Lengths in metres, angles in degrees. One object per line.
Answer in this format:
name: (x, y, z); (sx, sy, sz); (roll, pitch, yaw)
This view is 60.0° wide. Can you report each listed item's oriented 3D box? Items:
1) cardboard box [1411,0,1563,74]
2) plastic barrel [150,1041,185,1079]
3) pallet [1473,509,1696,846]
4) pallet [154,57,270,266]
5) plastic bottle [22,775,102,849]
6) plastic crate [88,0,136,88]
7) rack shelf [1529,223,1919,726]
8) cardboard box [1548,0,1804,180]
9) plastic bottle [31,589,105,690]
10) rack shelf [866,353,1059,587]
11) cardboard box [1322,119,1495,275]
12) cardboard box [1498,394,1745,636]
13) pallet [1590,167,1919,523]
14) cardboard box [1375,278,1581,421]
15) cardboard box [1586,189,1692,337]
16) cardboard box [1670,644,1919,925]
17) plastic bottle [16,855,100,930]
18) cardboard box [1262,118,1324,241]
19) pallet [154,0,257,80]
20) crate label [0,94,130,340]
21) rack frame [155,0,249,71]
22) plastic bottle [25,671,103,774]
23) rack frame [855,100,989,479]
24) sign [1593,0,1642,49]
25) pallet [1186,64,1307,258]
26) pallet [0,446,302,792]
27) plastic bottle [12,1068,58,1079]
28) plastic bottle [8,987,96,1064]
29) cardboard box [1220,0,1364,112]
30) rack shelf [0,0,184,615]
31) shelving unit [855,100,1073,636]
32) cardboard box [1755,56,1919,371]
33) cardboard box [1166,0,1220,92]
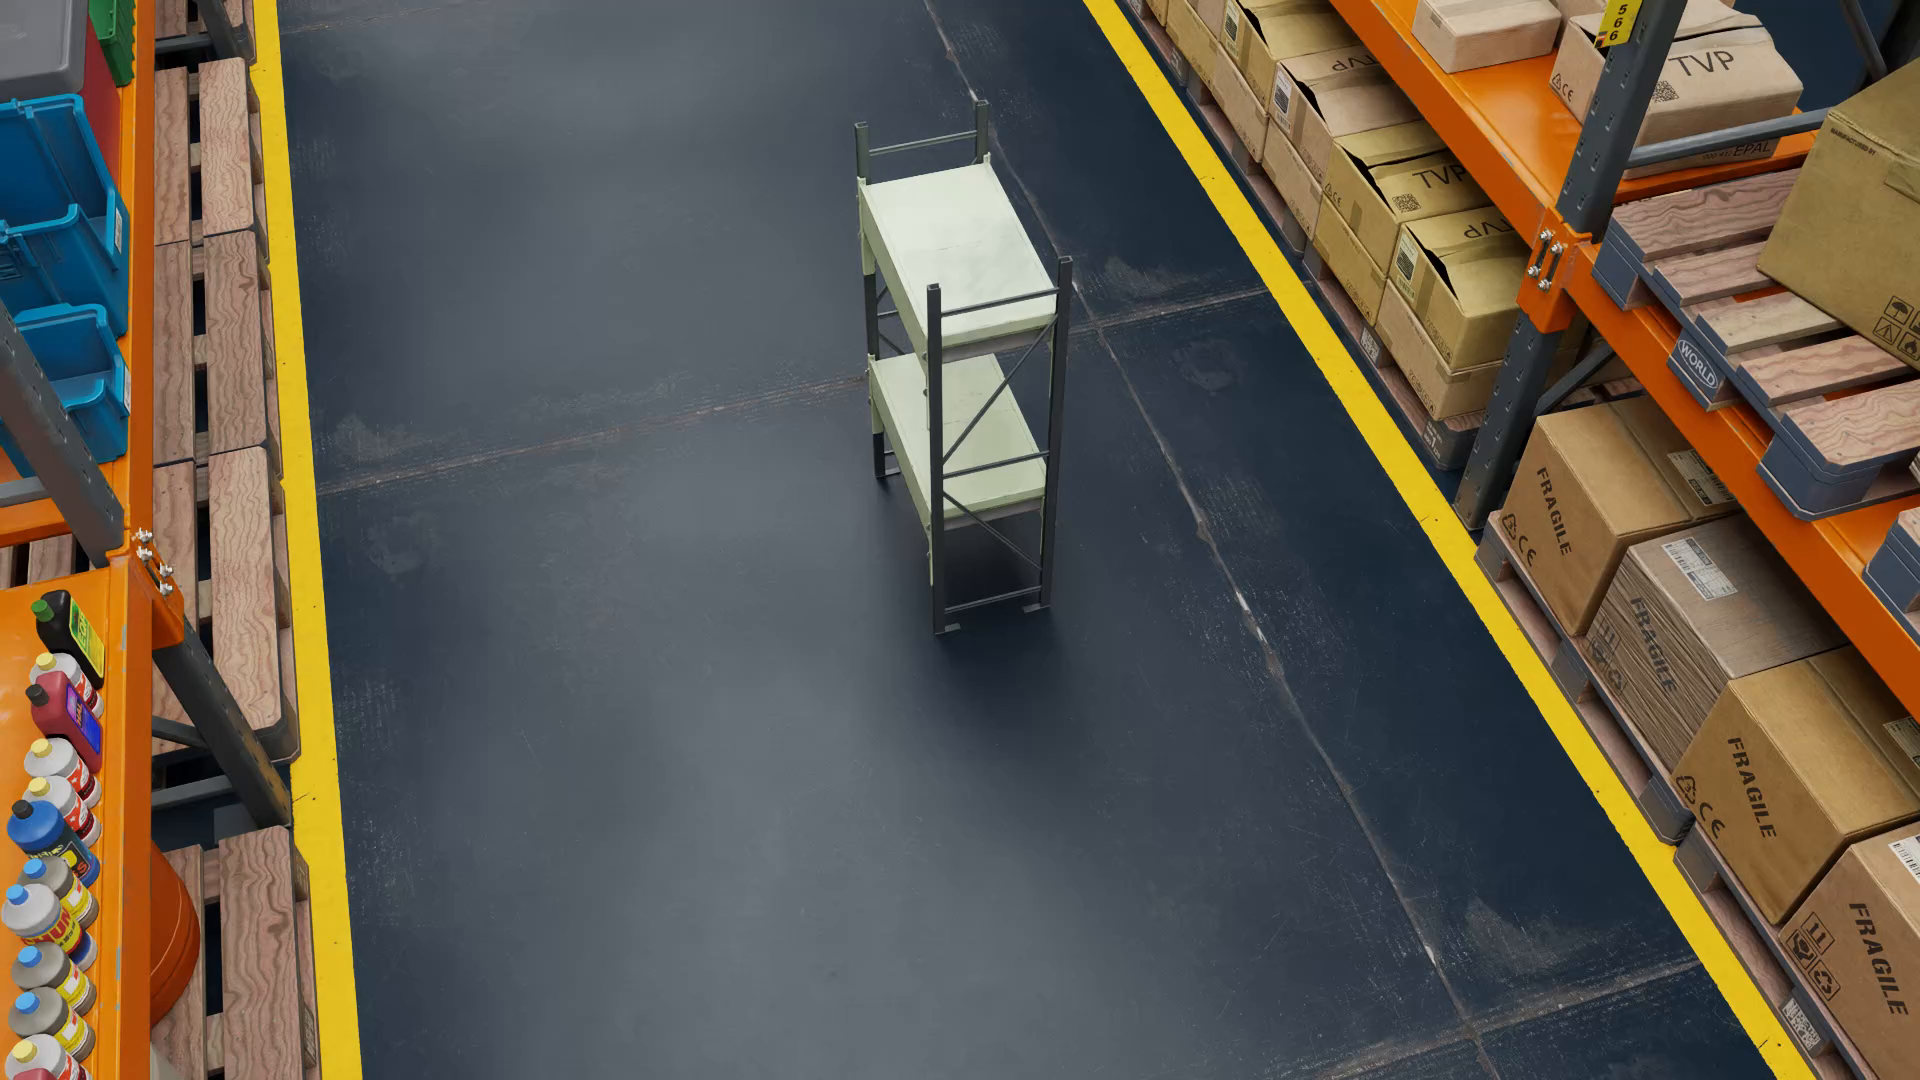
cardboard box: (1.692, -1.662, 5.353); (0.380, 0.149, 0.250); (-13, 51, -11)
plastic barrel: (-2.097, 1.381, 3.976); (0.421, 0.512, 0.421); (0, 50, 0)
pallet: (2.407, 0.304, 5.356); (1.003, 0.211, 1.213); (-13, 51, -11)
pallet: (-3.424, -1.489, 6.867); (1.003, 0.211, 1.213); (-13, 51, -11)
plastic bottle: (-1.870, 0.560, 3.446); (0.097, 0.201, 0.097); (0, 50, 0)
plastic crate: (-2.909, -1.676, 5.340); (0.450, 0.188, 0.662); (-13, 51, -11)
rack shelf: (2.814, 0.544, 3.800); (1.077, 0.370, 4.000); (-13, 51, -11)
cardboard box: (2.157, -1.395, 5.023); (0.500, 0.311, 0.500); (-10, 51, -9)
plastic bottle: (-1.983, 0.205, 3.691); (0.061, 0.283, 0.133); (-13, 51, -11)
rack shelf: (-0.002, -0.278, 5.430); (0.431, 0.370, 0.720); (-13, 51, -11)
cardboard box: (1.672, -1.283, 6.027); (0.500, 0.311, 0.500); (-14, 51, -12)
cardboard box: (2.084, -0.087, 5.209); (0.500, 0.500, 0.500); (-11, 51, -9)
pallet: (2.490, -0.607, 4.426); (1.213, 0.211, 1.003); (-13, 51, -11)
cardboard box: (1.834, -0.727, 5.924); (0.500, 0.250, 0.500); (-12, 51, -10)
cardboard box: (2.348, -1.027, 5.811); (0.500, 0.311, 0.500); (-12, 51, -10)
cardboard box: (2.388, 0.661, 4.578); (0.500, 0.500, 0.500); (-14, 51, -11)
plastic bottle: (-1.812, 0.702, 3.326); (0.097, 0.201, 0.097); (0, 50, 0)
cardboard box: (1.532, -1.470, 6.551); (0.500, 0.250, 0.500); (-12, 51, -10)
pallet: (-3.852, -2.554, 7.765); (1.003, 0.211, 1.213); (-13, 51, -11)
crate label: (-2.546, -0.829, 4.464); (0.502, 0.435, 0.616); (-13, 51, -11)
rack frame: (-3.693, -2.953, 6.277); (1.000, 3.000, 0.127); (-13, 51, -11)
plastic bottle: (-1.915, 0.374, 3.549); (0.061, 0.283, 0.133); (-13, 51, -11)
rack frame: (-0.110, -0.756, 5.406); (0.400, 1.500, 0.023); (-13, 51, -11)
sign: (1.693, -1.394, 4.206); (0.100, 0.325, 0.005); (-13, 51, -11)
pallet: (1.659, -1.749, 7.087); (1.003, 0.211, 1.213); (-13, 51, -11)
pallet: (-2.703, 0.293, 5.365); (1.003, 0.211, 1.213); (-13, 51, -11)
plastic bottle: (-1.645, 1.040, 2.988); (0.061, 0.283, 0.133); (-13, 51, -11)
plastic bottle: (-1.726, 0.915, 3.146); (0.097, 0.201, 0.097); (0, 50, 0)
cardboard box: (1.380, -2.019, 6.647); (0.500, 0.311, 0.500); (-12, 51, -10)
rack shelf: (-3.102, -1.260, 5.321); (1.077, 0.370, 4.000); (-13, 51, -11)
shelving unit: (-0.002, -0.488, 5.181); (0.431, 1.500, 0.755); (-13, 51, -11)
cardboard box: (2.516, -0.882, 4.191); (0.700, 0.500, 0.500); (-30, 56, -23)
cardboard box: (1.228, -2.217, 7.181); (0.500, 0.250, 0.500); (-15, 51, -12)
